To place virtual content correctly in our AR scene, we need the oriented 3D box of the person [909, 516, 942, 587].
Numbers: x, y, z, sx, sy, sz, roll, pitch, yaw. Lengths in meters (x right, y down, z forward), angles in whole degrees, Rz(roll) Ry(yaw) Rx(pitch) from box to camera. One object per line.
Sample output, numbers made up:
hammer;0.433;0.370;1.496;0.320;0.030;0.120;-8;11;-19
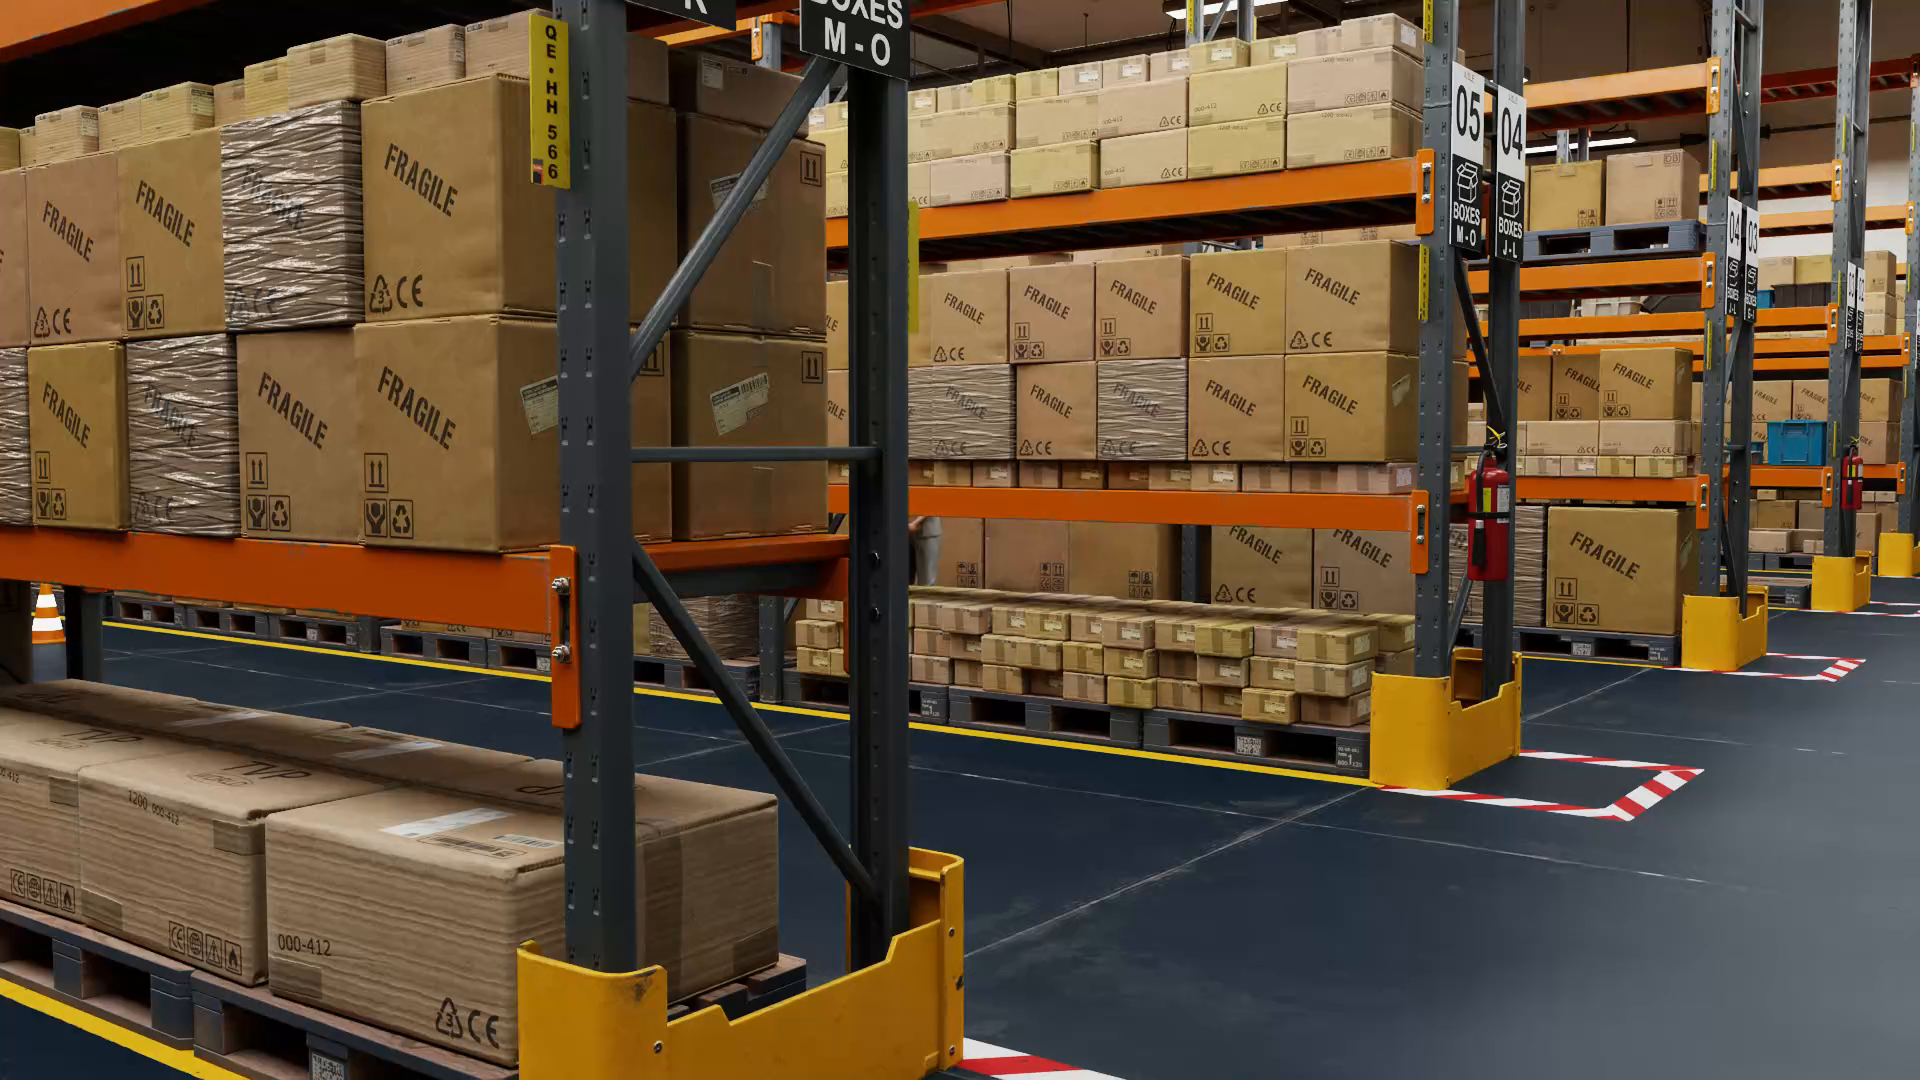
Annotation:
person;-0.335;0.003;12.226;0.438;1.654;0.552;2;4;36
